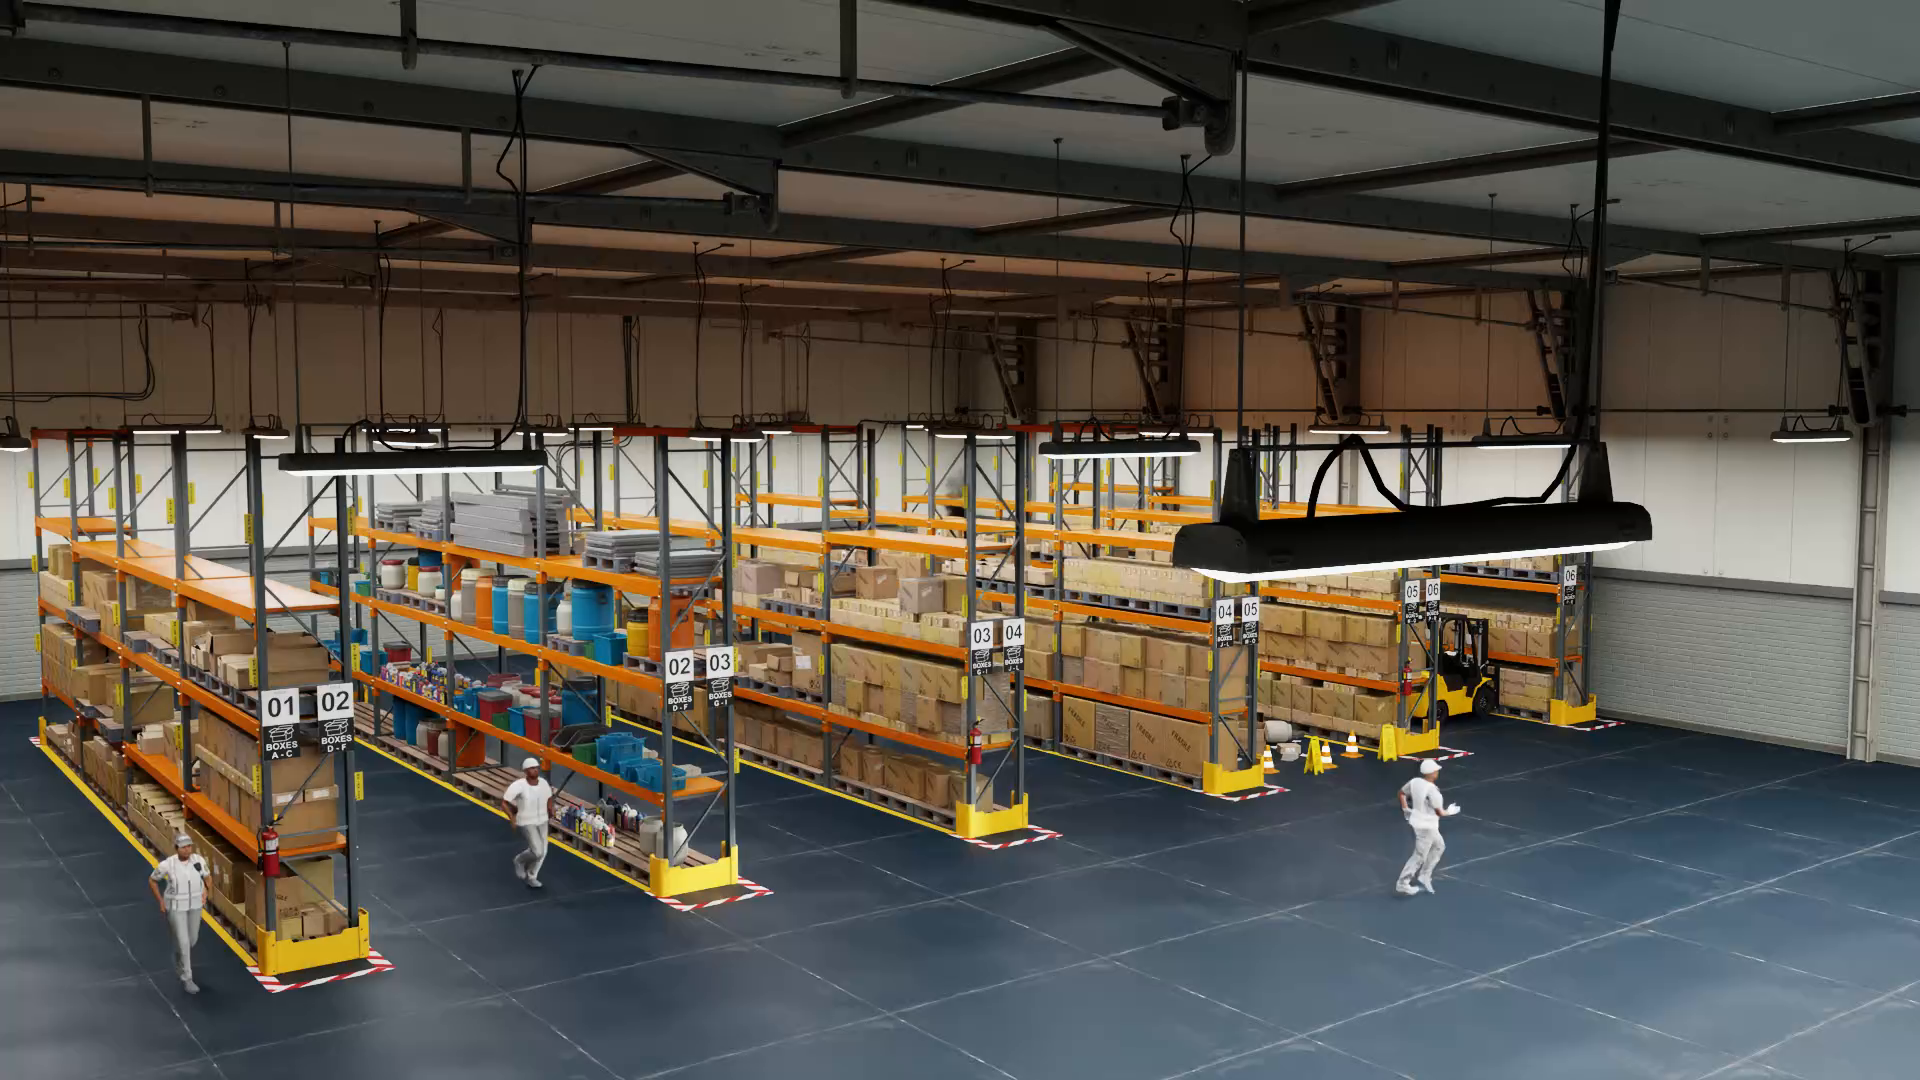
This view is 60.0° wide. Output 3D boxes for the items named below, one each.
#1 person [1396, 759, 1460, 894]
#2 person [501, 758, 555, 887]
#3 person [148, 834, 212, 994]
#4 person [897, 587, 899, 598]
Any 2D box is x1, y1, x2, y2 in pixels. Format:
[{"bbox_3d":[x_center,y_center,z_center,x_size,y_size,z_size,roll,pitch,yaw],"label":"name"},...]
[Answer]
[{"bbox_3d":[6.075,3.746,21.628,0.822,1.809,0.657,0,4,-3],"label":"person"},{"bbox_3d":[-5.642,3.741,22.007,0.576,1.720,0.698,4,6,41],"label":"person"},{"bbox_3d":[-8.558,4.071,18.328,0.846,1.691,0.618,4,6,44],"label":"person"},{"bbox_3d":[-1.745,1.987,44.721,0.832,1.628,0.653,0,4,-4],"label":"person"}]
